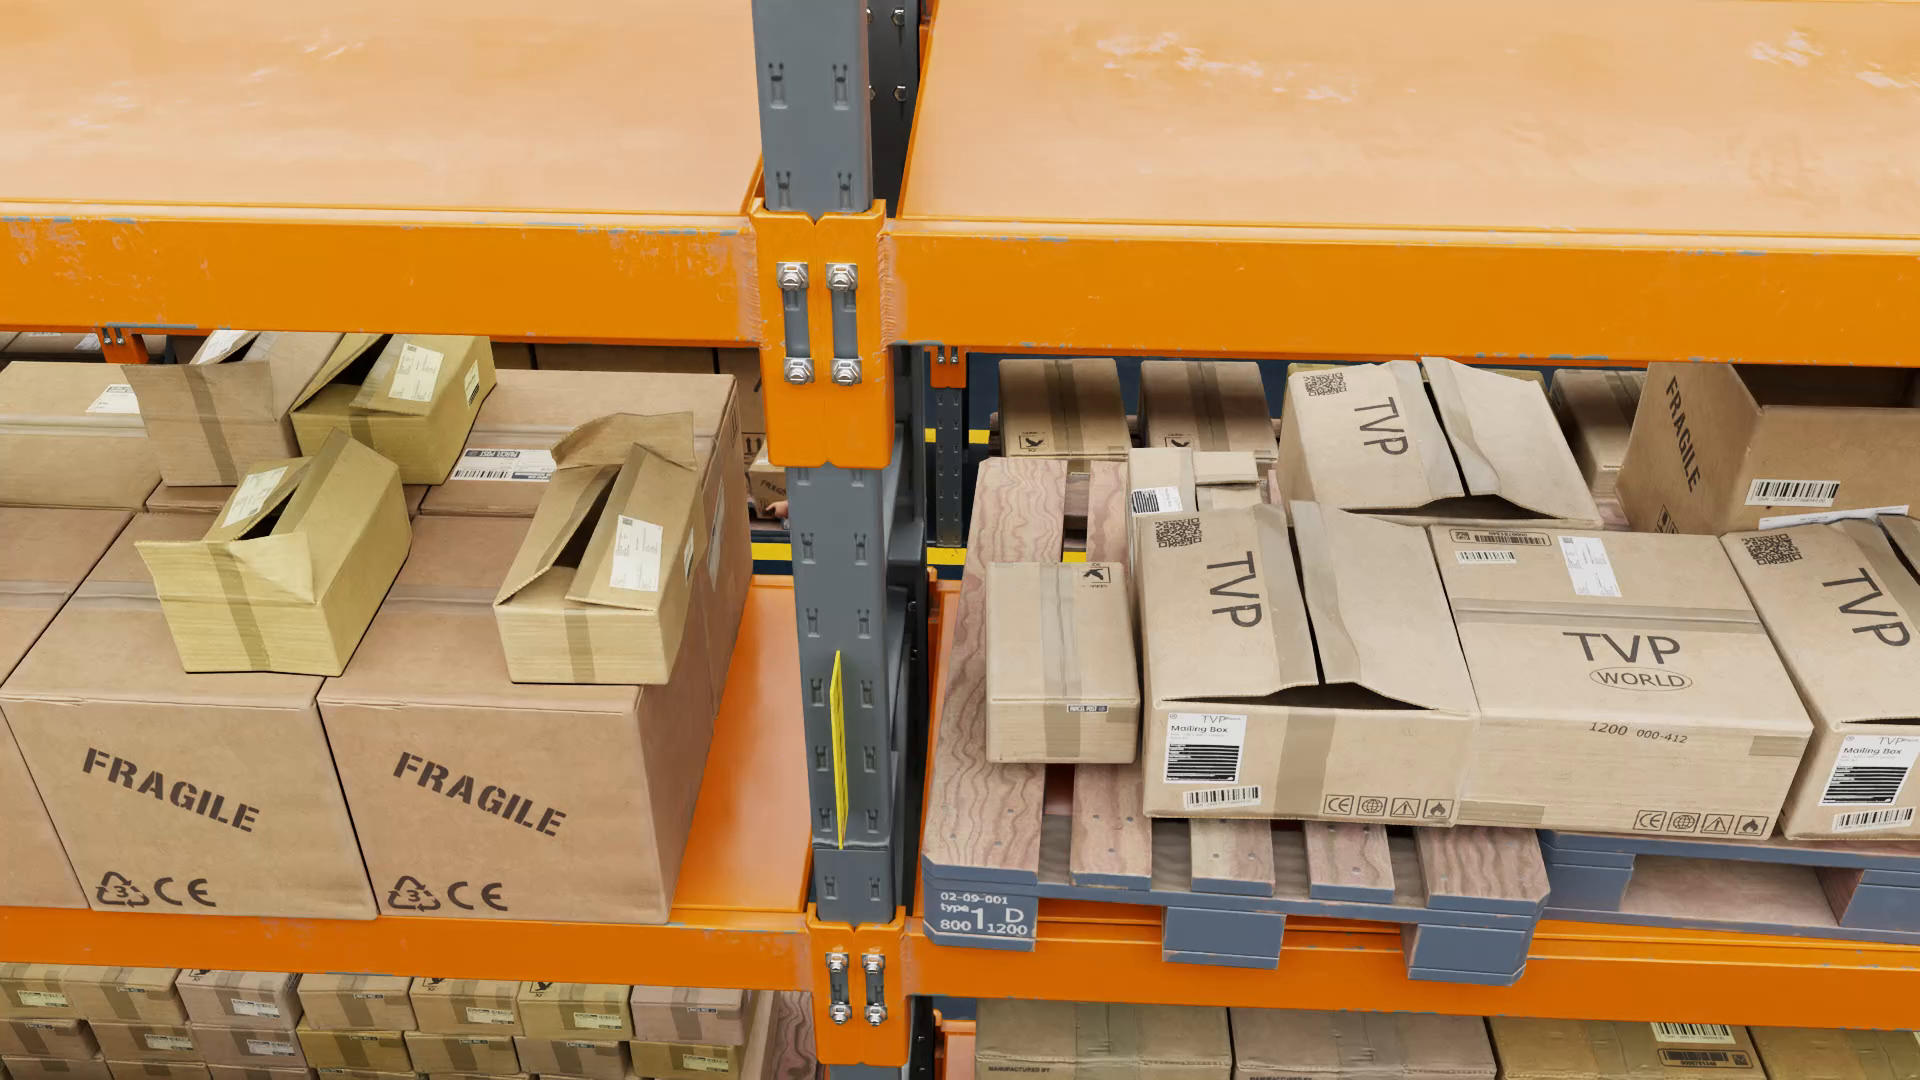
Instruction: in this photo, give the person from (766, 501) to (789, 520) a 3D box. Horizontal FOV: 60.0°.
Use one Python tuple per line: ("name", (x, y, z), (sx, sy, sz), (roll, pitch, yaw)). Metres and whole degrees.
("person", (-0.544, -0.099, 7.256), (0.546, 1.671, 0.435), (7, 36, 10))
